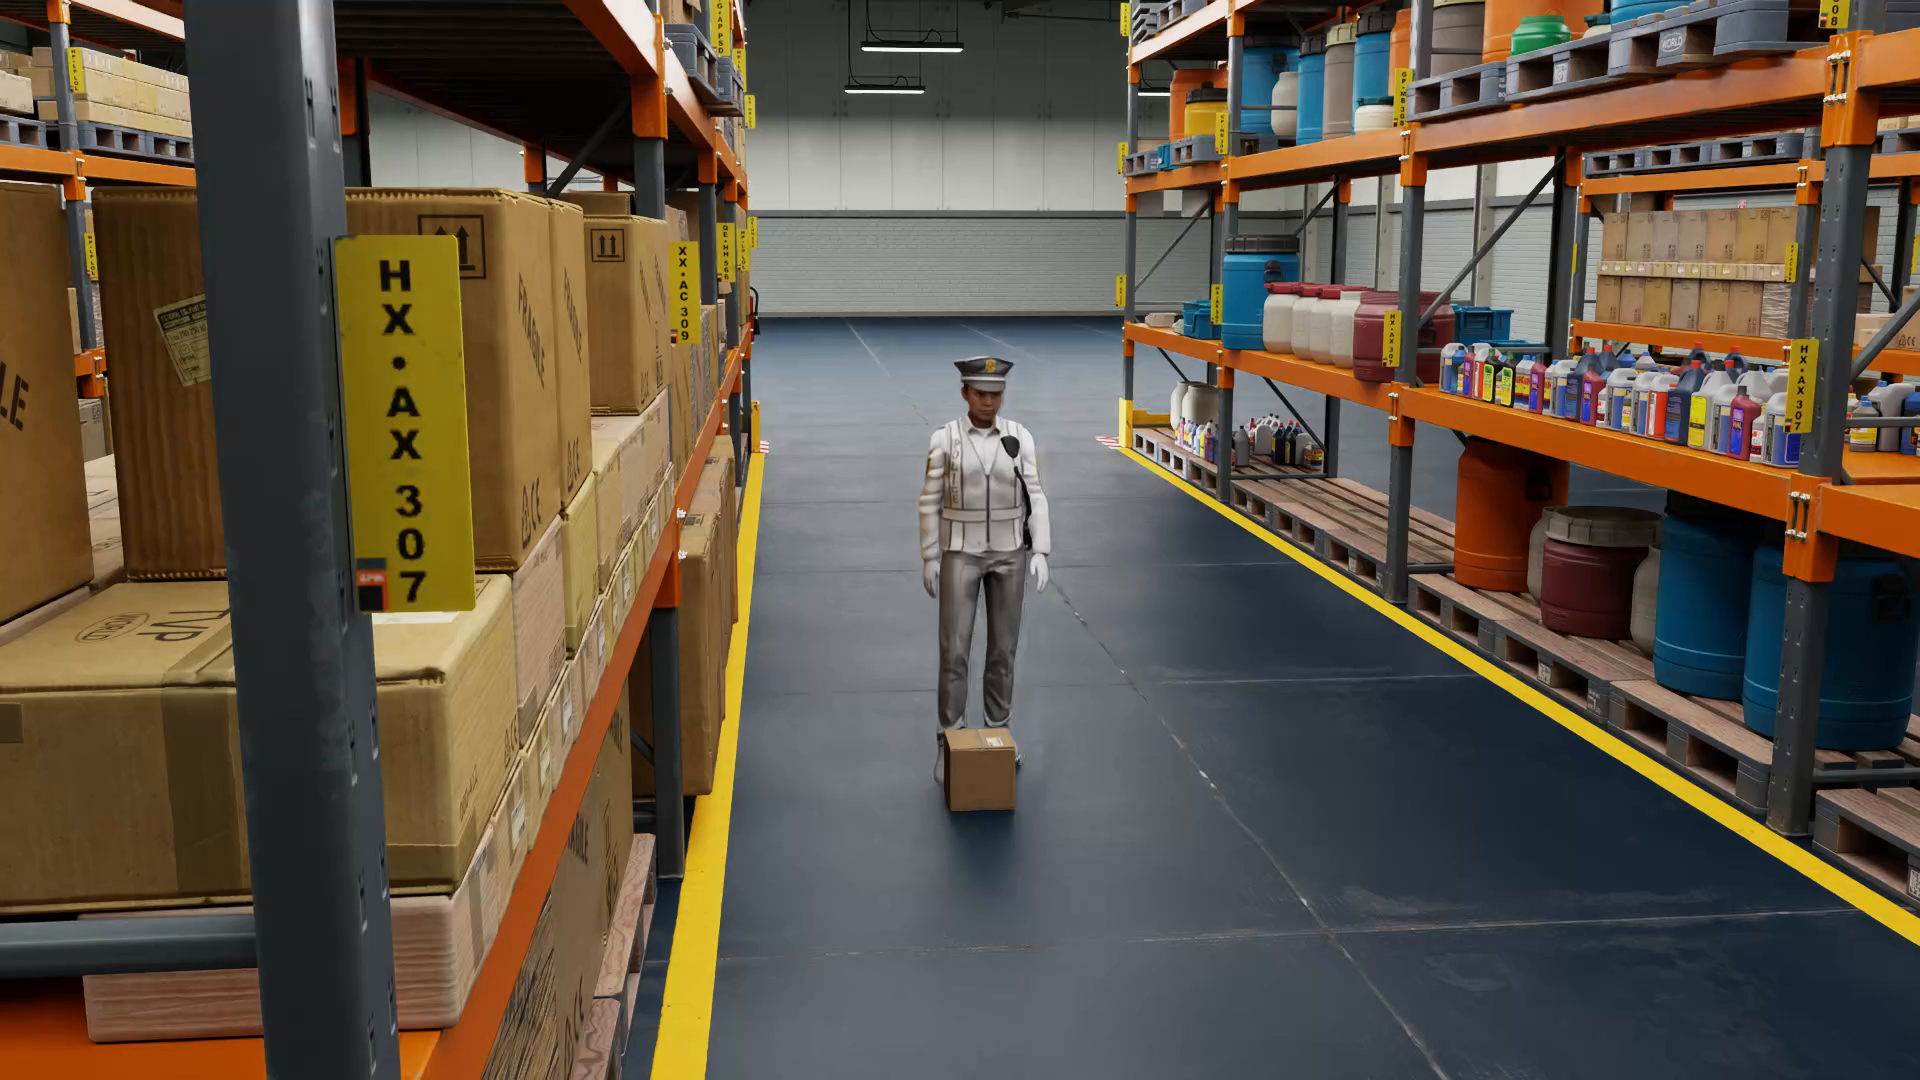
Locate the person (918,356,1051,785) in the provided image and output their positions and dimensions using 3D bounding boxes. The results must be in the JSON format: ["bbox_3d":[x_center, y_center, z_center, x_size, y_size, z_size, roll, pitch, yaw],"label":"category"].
[{"bbox_3d":[0.113,0.118,6.740,0.526,1.716,0.457,-2,10,-9],"label":"person"}]
